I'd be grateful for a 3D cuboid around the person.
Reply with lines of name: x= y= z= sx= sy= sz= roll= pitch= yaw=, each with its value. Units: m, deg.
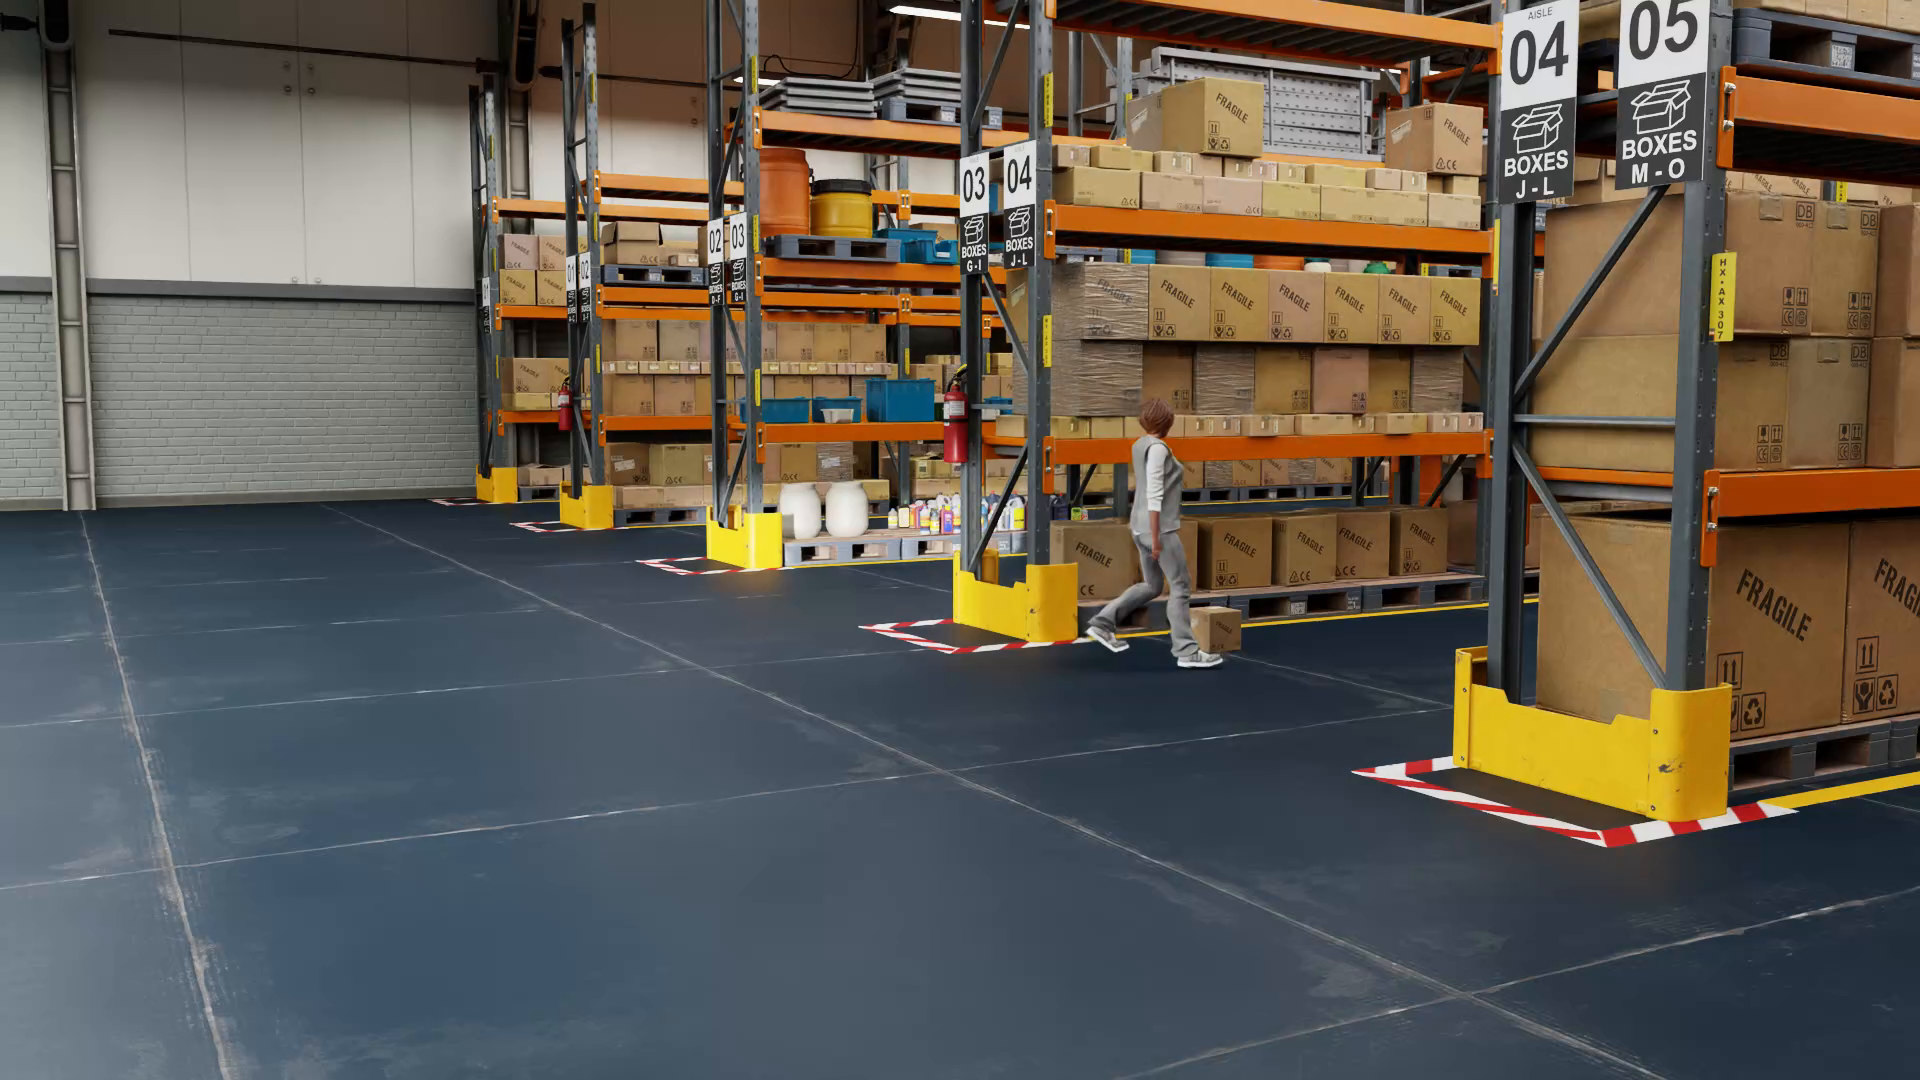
person: x=1.149 y=-0.046 z=9.746 sx=0.764 sy=1.563 sz=0.447 roll=-1 pitch=5 yaw=-7
